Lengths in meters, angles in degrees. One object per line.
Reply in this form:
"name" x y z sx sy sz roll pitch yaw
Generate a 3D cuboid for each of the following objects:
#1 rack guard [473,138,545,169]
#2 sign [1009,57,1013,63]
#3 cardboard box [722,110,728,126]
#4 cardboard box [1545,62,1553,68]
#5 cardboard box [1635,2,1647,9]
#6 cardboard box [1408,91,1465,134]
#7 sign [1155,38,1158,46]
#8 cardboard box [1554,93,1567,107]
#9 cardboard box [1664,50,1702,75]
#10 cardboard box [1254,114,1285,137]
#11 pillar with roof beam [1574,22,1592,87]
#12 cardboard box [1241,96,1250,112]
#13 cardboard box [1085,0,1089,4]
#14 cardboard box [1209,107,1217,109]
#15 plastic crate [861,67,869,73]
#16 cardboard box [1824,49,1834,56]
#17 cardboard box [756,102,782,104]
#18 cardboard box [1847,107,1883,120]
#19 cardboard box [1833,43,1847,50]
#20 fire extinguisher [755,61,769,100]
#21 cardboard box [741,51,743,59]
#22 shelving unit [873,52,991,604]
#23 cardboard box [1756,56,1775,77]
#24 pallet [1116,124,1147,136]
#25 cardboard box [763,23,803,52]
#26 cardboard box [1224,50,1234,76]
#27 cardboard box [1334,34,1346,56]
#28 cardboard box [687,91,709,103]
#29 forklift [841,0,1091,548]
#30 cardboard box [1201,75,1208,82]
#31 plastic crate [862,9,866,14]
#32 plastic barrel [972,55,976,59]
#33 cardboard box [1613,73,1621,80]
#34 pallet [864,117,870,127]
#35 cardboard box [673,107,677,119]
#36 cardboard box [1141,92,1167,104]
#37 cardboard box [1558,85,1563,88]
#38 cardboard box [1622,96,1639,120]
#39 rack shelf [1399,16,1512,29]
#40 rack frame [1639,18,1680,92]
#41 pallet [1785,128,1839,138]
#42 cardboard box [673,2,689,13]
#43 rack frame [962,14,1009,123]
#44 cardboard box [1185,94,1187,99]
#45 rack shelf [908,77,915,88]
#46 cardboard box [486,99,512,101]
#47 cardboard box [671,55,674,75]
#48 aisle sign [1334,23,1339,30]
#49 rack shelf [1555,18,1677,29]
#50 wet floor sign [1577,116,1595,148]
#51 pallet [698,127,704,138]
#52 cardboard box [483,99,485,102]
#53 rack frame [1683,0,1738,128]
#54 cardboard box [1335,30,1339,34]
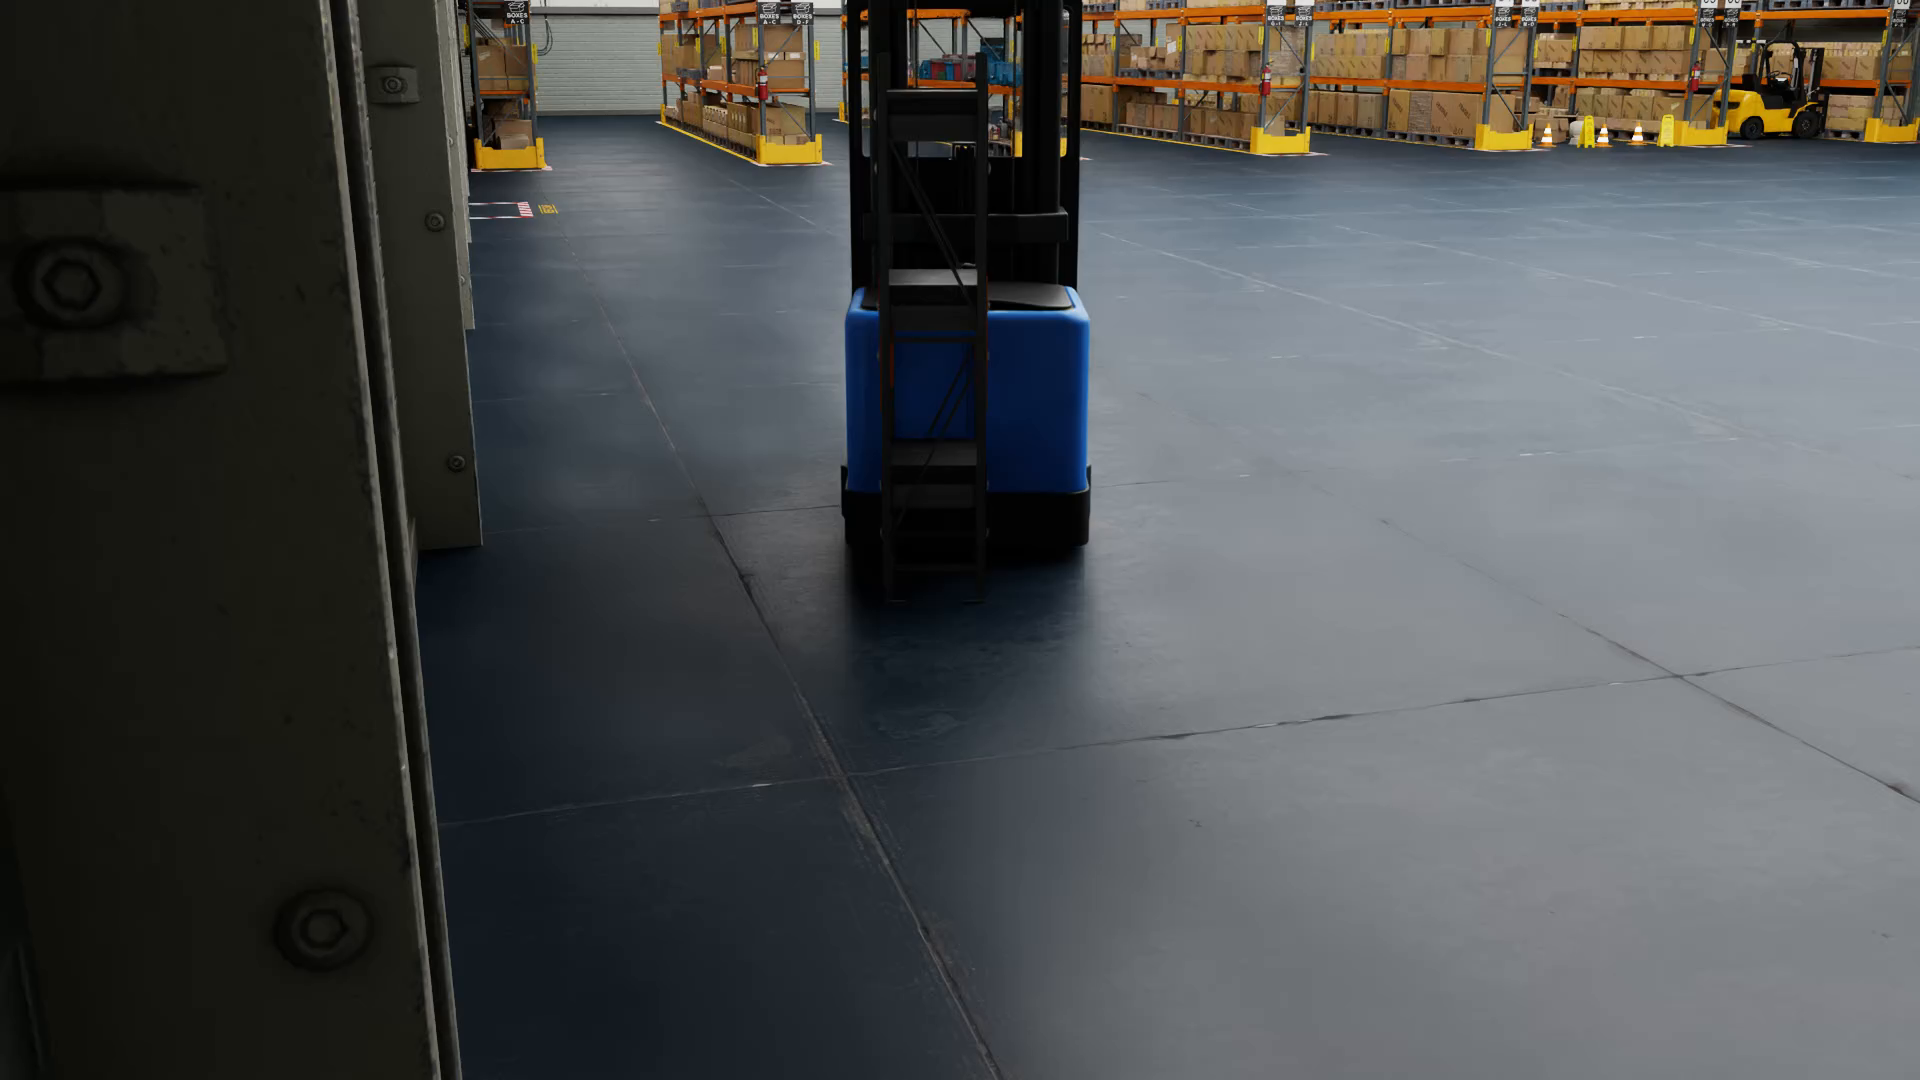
"rack guard" -7.913 -6.793 29.198 1.175 0.500 0.348 -5 17 -15
"sign" 1.066 -10.032 35.154 0.100 0.325 0.005 -5 17 -15
"cardboard box" -4.617 -8.711 34.311 0.500 0.311 0.500 -5 17 -15
"cardboard box" 14.257 -11.378 39.824 0.380 0.149 0.250 -5 17 -16
"cardboard box" 15.092 -11.742 36.550 0.380 0.149 0.250 -5 17 -16
"cardboard box" 10.450 -9.370 36.394 0.875 0.875 0.875 -5 17 -15
"sign" 4.716 -11.919 40.043 0.100 0.325 0.005 -5 17 -15
"cardboard box" 17.314 -12.493 47.443 0.500 0.500 0.500 -4 17 -13
"cardboard box" 15.510 -10.246 35.658 0.500 0.500 0.500 -5 17 -16
"cardboard box" 6.240 -8.322 33.558 0.500 0.500 0.500 -1 17 -5
"pillar with roof beam" 13.934 -16.437 46.530 9.100 9.000 0.400 -5 17 -15
"cardboard box" 7.843 -11.606 44.491 0.500 0.500 0.500 -4 17 -13
"cardboard box" 3.363 -13.557 41.863 0.380 0.149 0.250 -5 18 -18
"cardboard box" 7.175 -12.031 46.517 0.380 0.149 0.250 -5 17 -15
"plastic crate" -2.432 -12.432 43.980 0.293 0.136 0.466 -5 17 -15
"cardboard box" 19.955 -11.106 37.911 0.380 0.149 0.250 -5 17 -15
"cardboard box" -3.766 -8.462 33.154 0.500 0.500 0.500 -5 17 -15
"cardboard box" 20.261 -9.555 37.227 0.500 0.250 0.500 -5 17 -16
"cardboard box" 20.024 -11.179 37.634 0.380 0.149 0.250 -4 17 -14
"fire extinguisher" -3.544 -8.256 29.856 0.296 0.674 0.183 -5 17 -15
"cardboard box" -4.060 -9.455 32.413 0.380 0.149 0.250 -5 18 -17
"shelving unit" -0.103 -0.826 6.551 0.431 2.100 0.503 0 17 0
"cardboard box" 19.467 -11.332 39.790 0.500 0.500 0.500 -5 17 -17
"pallet" 4.410 -9.805 39.728 1.003 0.211 1.213 -5 17 -15
"cardboard box" -3.261 -9.176 30.357 0.700 0.500 0.500 -5 17 -15
"cardboard box" 5.922 -9.759 34.037 0.875 0.500 0.500 -5 17 -15
"cardboard box" 9.391 -11.841 39.747 0.700 0.500 0.500 -5 17 -16
"cardboard box" -6.255 -10.624 39.884 0.500 0.250 0.500 -5 17 -15
"forklift" 0.019 -1.736 8.137 1.130 2.935 3.031 0 17 0
"cardboard box" 5.325 -9.769 35.197 0.380 0.149 0.250 -5 17 -15
"plastic crate" -2.380 -13.704 43.104 0.293 0.136 0.466 -5 17 -15
"plastic barrel" 0.482 -10.206 35.979 0.433 0.535 0.433 0 17 0
"cardboard box" 14.945 -10.447 37.453 0.380 0.149 0.250 -5 17 -15
"pallet" -1.904 -10.937 43.494 1.003 0.211 1.213 -5 17 -15
"cardboard box" -7.064 -10.947 42.590 0.500 0.311 0.500 -5 17 -15
"cardboard box" 4.566 -10.401 39.140 0.500 0.250 0.500 -3 17 -9
"cardboard box" 17.299 -12.982 47.427 0.380 0.149 0.250 -5 17 -16
"cardboard box" 15.175 -9.656 37.131 0.500 0.500 0.500 -5 17 -17
"rack shelf" 13.176 -13.786 44.168 1.077 0.370 4.000 -5 17 -15
"rack frame" 18.497 -12.534 43.965 1.000 3.000 0.127 -5 17 -15
"pallet" 20.114 -9.531 38.814 1.003 0.211 1.213 -5 17 -15
"cardboard box" -6.818 -13.160 41.094 0.500 0.250 0.500 -5 17 -15
"rack frame" 0.534 -9.859 35.060 1.000 3.000 0.127 -5 17 -15
"cardboard box" 6.613 -12.883 48.318 0.380 0.149 0.250 -6 18 -18
"rack shelf" -1.115 -11.174 40.688 1.077 0.370 4.000 -5 17 -15
"cardboard box" -9.600 -9.055 34.661 0.500 0.250 0.500 -5 17 -16
"cardboard box" -7.099 -12.132 42.451 0.500 0.500 0.500 -4 17 -14
"aisle sign" 11.228 -15.595 49.638 0.394 0.787 0.004 -5 17 -15
"rack shelf" 17.947 -14.179 45.478 1.077 0.370 4.000 -5 17 -15
"wet floor sign" 13.104 -8.529 34.725 0.267 0.644 0.232 -8 18 -25
"pallet" -5.498 -9.449 38.541 1.003 0.211 1.213 -5 17 -15
"cardboard box" -11.448 -10.762 40.555 0.380 0.149 0.250 -5 17 -16
"rack frame" 15.924 -9.928 35.288 1.000 3.000 0.127 -5 17 -15
"cardboard box" 11.358 -15.071 49.370 0.380 0.149 0.250 -4 17 -14
